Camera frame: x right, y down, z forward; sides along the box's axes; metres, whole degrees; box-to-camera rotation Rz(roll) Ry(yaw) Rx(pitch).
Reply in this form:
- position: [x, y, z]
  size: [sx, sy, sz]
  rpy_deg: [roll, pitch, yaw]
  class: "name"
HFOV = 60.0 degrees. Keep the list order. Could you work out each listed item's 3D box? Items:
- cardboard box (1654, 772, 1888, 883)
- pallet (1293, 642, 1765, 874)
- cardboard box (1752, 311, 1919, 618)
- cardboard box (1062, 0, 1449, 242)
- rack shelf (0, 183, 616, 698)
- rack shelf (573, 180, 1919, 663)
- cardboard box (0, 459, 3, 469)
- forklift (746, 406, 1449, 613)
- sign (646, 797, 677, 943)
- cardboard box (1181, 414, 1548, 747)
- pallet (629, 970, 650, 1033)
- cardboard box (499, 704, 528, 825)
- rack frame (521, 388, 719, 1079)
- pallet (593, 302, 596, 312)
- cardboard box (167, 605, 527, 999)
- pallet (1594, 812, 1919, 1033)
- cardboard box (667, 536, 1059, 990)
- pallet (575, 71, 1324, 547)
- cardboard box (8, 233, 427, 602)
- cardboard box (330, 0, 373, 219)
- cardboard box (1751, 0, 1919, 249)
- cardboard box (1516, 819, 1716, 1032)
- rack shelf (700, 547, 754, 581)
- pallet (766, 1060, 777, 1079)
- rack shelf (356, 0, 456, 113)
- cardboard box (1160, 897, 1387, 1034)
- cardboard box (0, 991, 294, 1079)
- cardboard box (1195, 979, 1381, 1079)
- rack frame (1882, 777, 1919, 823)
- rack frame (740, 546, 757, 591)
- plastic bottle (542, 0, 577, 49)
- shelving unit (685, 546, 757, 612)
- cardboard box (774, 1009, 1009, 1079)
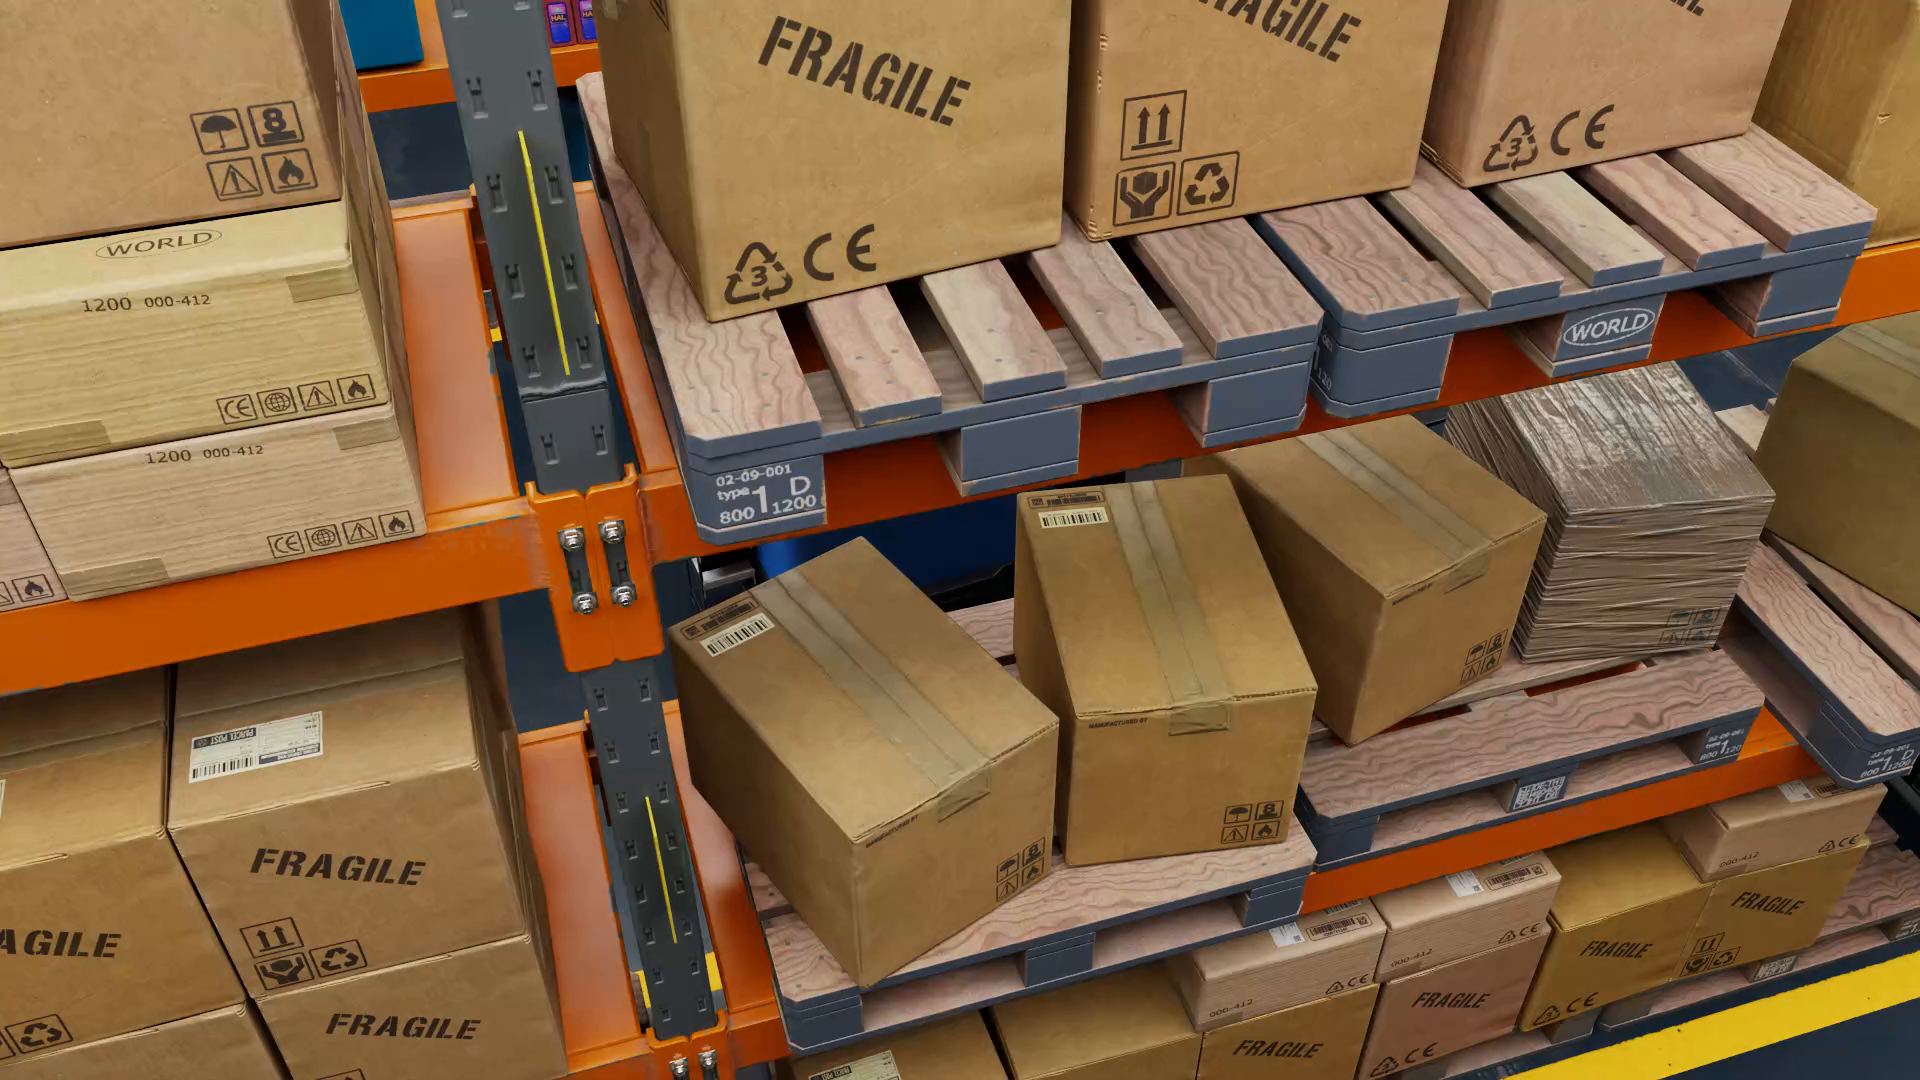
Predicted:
- position: [2.213, 0.654, 4.718]
  size: [0.500, 0.250, 0.500]
  rpy_deg: [-10, 42, -11]
  class: "cardboard box"
- position: [1.234, 0.274, 4.303]
  size: [1.213, 0.211, 1.003]
  rpy_deg: [-12, 42, -13]
  class: "pallet"
- position: [2.521, -0.186, 4.288]
  size: [0.500, 0.500, 0.700]
  rpy_deg: [-26, 48, -27]
  class: "cardboard box"
- position: [0.405, -0.958, 2.815]
  size: [0.600, 0.600, 0.600]
  rpy_deg: [-12, 43, -14]
  class: "cardboard box"
- position: [-2.635, 0.141, 2.575]
  size: [4.000, 0.370, 1.077]
  rpy_deg: [-12, 42, -13]
  class: "rack shelf"
- position: [1.180, -0.649, 3.480]
  size: [4.000, 0.370, 1.077]
  rpy_deg: [-12, 42, -13]
  class: "rack shelf"
- position: [-1.588, -0.293, 2.260]
  size: [0.500, 0.250, 0.500]
  rpy_deg: [-12, 42, -13]
  class: "cardboard box"
- position: [0.574, -1.270, 5.976]
  size: [3.031, 2.935, 1.130]
  rpy_deg: [-16, 44, -18]
  class: "forklift"
- position: [-0.558, 0.618, 3.105]
  size: [0.005, 0.325, 0.100]
  rpy_deg: [-12, 42, -13]
  class: "sign"
- position: [0.939, 0.021, 4.051]
  size: [0.500, 0.500, 0.700]
  rpy_deg: [-22, 46, -24]
  class: "cardboard box"
- position: [-1.383, 1.790, 4.541]
  size: [1.213, 0.211, 1.003]
  rpy_deg: [-12, 42, -13]
  class: "pallet"
- position: [-1.296, 0.497, 3.825]
  size: [0.500, 0.500, 0.500]
  rpy_deg: [-11, 42, -12]
  class: "cardboard box"
- position: [-0.728, 0.605, 3.778]
  size: [0.127, 3.000, 1.000]
  rpy_deg: [-12, 42, -13]
  class: "rack frame"
- position: [-1.464, -1.581, 8.399]
  size: [1.213, 0.211, 1.003]
  rpy_deg: [-12, 42, -13]
  class: "pallet"
- position: [-1.132, 0.453, 3.116]
  size: [0.500, 0.500, 0.500]
  rpy_deg: [-11, 42, -13]
  class: "cardboard box"
- position: [2.364, 0.988, 5.458]
  size: [1.213, 0.211, 1.003]
  rpy_deg: [-12, 42, -13]
  class: "pallet"
- position: [-0.209, 0.456, 3.553]
  size: [0.500, 0.500, 0.700]
  rpy_deg: [-26, 48, -27]
  class: "cardboard box"
- position: [-0.085, -0.539, 2.950]
  size: [1.003, 0.211, 1.213]
  rpy_deg: [-12, 42, -13]
  class: "pallet"
- position: [-1.112, -0.205, 2.539]
  size: [0.500, 0.250, 0.500]
  rpy_deg: [-12, 42, -13]
  class: "cardboard box"
- position: [-1.266, -0.716, 2.744]
  size: [0.500, 0.250, 0.500]
  rpy_deg: [-12, 42, -13]
  class: "cardboard box"
- position: [1.699, -1.042, 3.307]
  size: [0.500, 0.500, 0.910]
  rpy_deg: [-12, 42, -13]
  class: "cardboard box"
- position: [1.772, 1.024, 4.863]
  size: [0.500, 0.500, 0.500]
  rpy_deg: [-13, 43, -15]
  class: "cardboard box"
- position: [-0.909, 0.022, 6.228]
  size: [0.200, 0.077, 0.258]
  rpy_deg: [-16, 44, -18]
  class: "rack shelf"
- position: [0.037, 1.471, 4.906]
  size: [1.213, 0.211, 1.003]
  rpy_deg: [-12, 42, -13]
  class: "pallet"
- position: [-4.120, -1.838, 7.121]
  size: [4.000, 0.370, 1.077]
  rpy_deg: [-12, 42, -13]
  class: "rack shelf"
- position: [0.761, 0.958, 4.369]
  size: [0.500, 0.250, 0.500]
  rpy_deg: [-12, 42, -13]
  class: "cardboard box"
- position: [-1.619, 0.930, 3.330]
  size: [0.500, 0.500, 0.500]
  rpy_deg: [-11, 42, -12]
  class: "cardboard box"
- position: [0.791, 1.231, 4.626]
  size: [0.500, 0.500, 0.500]
  rpy_deg: [-11, 42, -13]
  class: "cardboard box"
- position: [3.087, -0.186, 4.683]
  size: [0.127, 3.000, 1.000]
  rpy_deg: [-12, 42, -13]
  class: "rack frame"
- position: [-0.816, -0.098, 6.178]
  size: [0.006, 0.900, 0.240]
  rpy_deg: [-16, 44, -18]
  class: "rack frame"
- position: [-1.734, -2.265, 7.152]
  size: [0.133, 0.283, 0.061]
  rpy_deg: [-12, 42, -13]
  class: "plastic bottle"
- position: [-0.909, -0.071, 6.147]
  size: [0.210, 0.900, 0.258]
  rpy_deg: [-16, 44, -18]
  class: "shelving unit"
- position: [-0.193, 1.438, 4.390]
  size: [0.500, 0.500, 0.500]
  rpy_deg: [-14, 43, -15]
  class: "cardboard box"
